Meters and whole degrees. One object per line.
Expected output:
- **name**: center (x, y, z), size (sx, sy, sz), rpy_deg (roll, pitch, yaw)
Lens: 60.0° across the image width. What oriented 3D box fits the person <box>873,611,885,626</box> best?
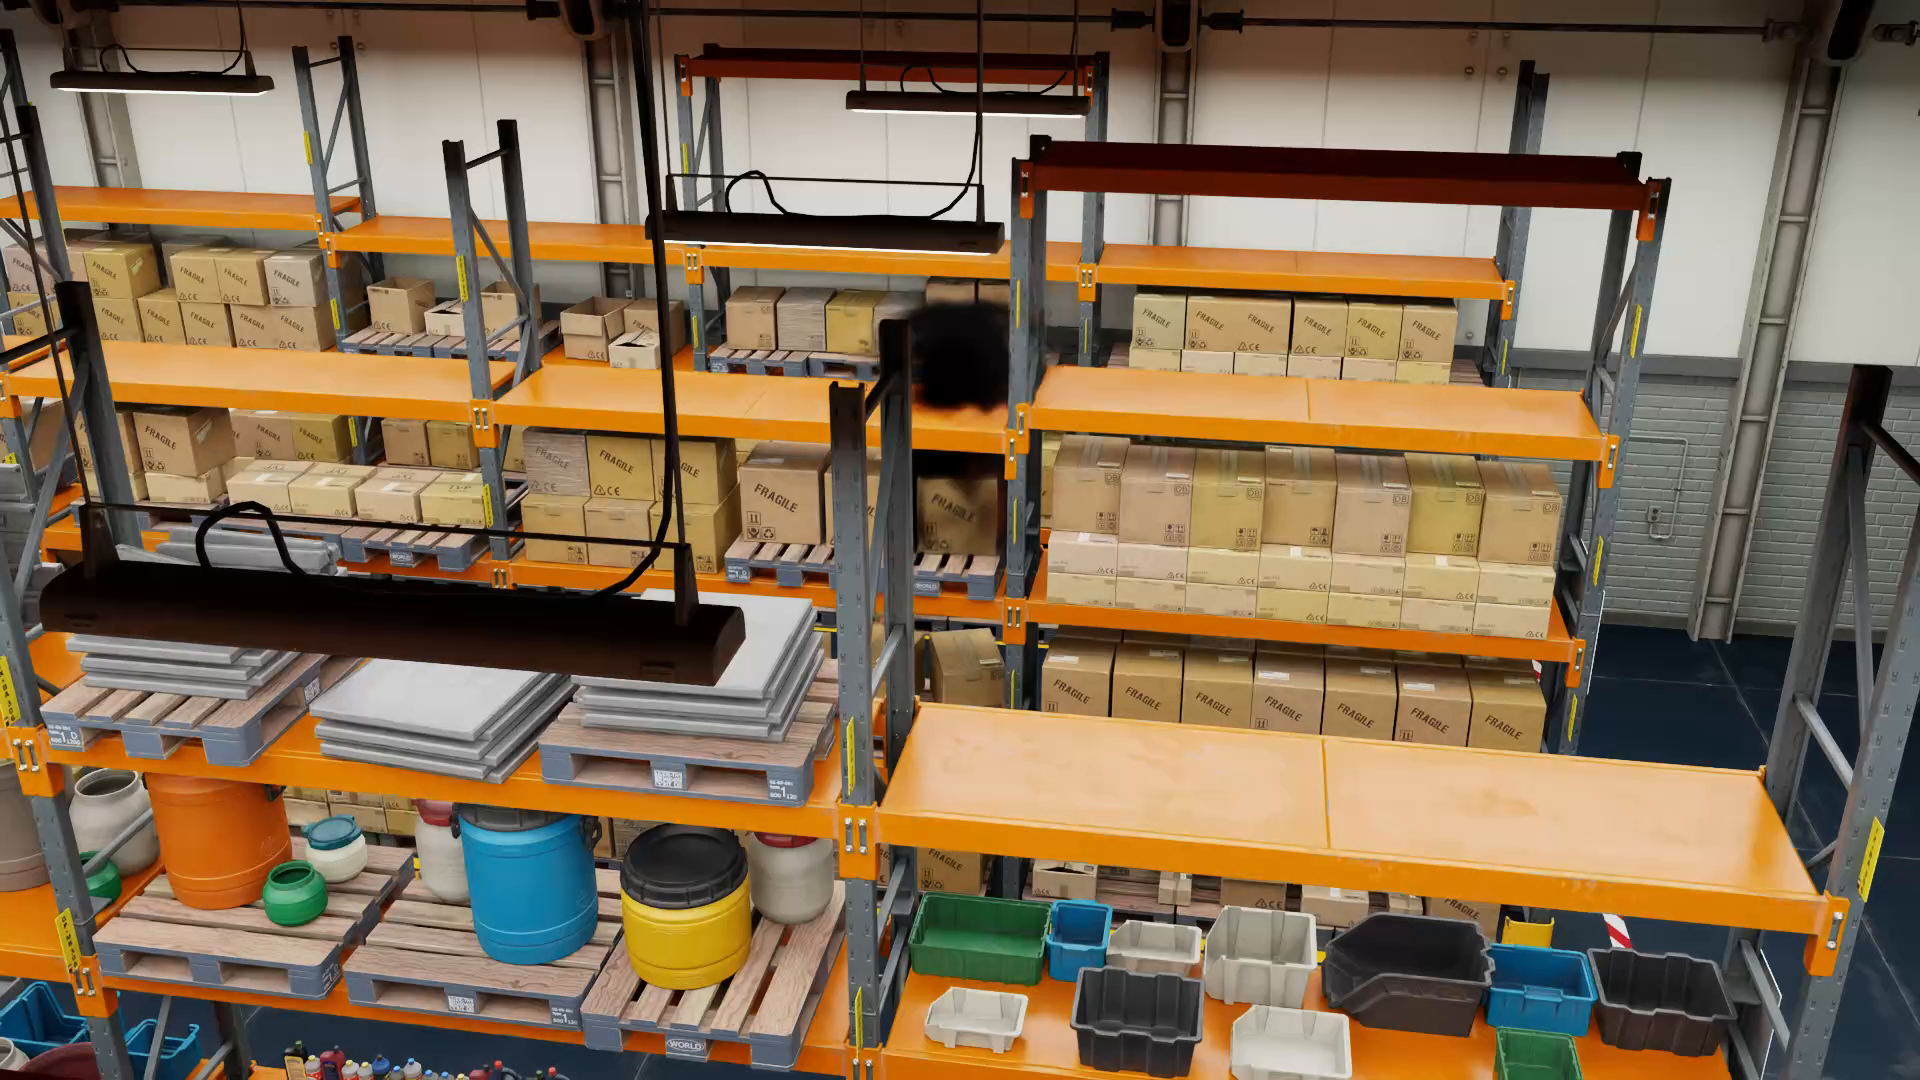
- **person**: center (-0.750, 0.941, 16.021), size (0.600, 1.647, 0.594), rpy_deg (2, 23, 5)
